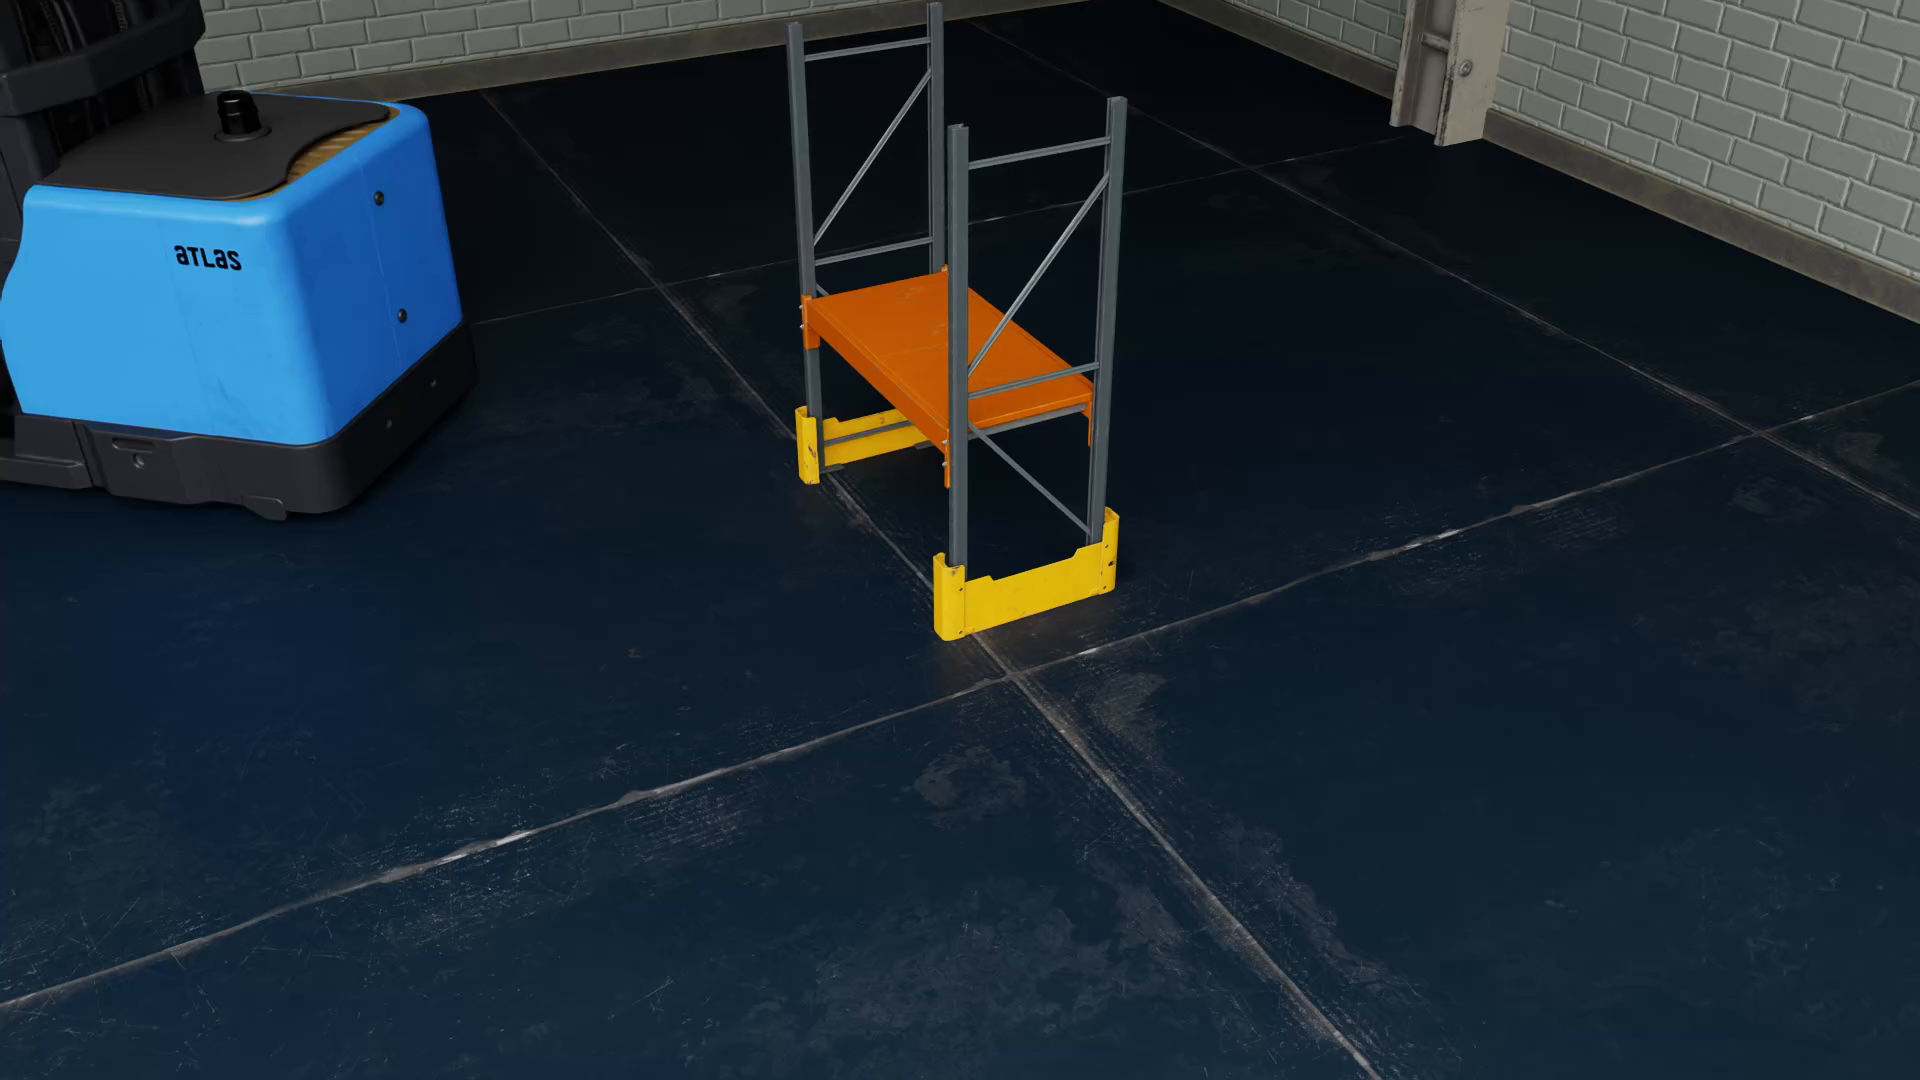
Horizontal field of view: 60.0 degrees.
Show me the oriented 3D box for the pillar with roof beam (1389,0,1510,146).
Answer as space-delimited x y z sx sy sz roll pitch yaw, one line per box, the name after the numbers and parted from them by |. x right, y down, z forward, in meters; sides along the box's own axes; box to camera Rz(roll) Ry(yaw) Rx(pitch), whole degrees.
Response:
-1.360 -4.808 4.413 9.100 9.000 0.400 -16 36 -23 | pillar with roof beam

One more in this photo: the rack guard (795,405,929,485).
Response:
-0.268 -0.379 5.610 0.587 0.250 0.087 -16 36 -23 | rack guard

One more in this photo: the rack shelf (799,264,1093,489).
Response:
-0.040 -0.521 5.006 0.538 0.185 1.000 -16 36 -23 | rack shelf

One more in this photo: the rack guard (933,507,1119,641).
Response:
0.197 0.096 4.868 0.587 0.250 0.087 -16 36 -23 | rack guard

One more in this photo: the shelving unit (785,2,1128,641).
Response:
-0.036 -0.668 4.902 0.587 1.500 1.083 -16 36 -23 | shelving unit

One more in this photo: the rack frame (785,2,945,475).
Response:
-0.277 -0.915 5.288 0.500 1.500 0.032 -16 36 -23 | rack frame

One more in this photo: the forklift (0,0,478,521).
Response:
-3.319 -1.701 5.187 3.031 2.935 1.130 7 33 11 | forklift

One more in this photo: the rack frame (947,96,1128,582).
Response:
0.197 -0.430 4.530 0.500 1.500 0.032 -16 36 -23 | rack frame
